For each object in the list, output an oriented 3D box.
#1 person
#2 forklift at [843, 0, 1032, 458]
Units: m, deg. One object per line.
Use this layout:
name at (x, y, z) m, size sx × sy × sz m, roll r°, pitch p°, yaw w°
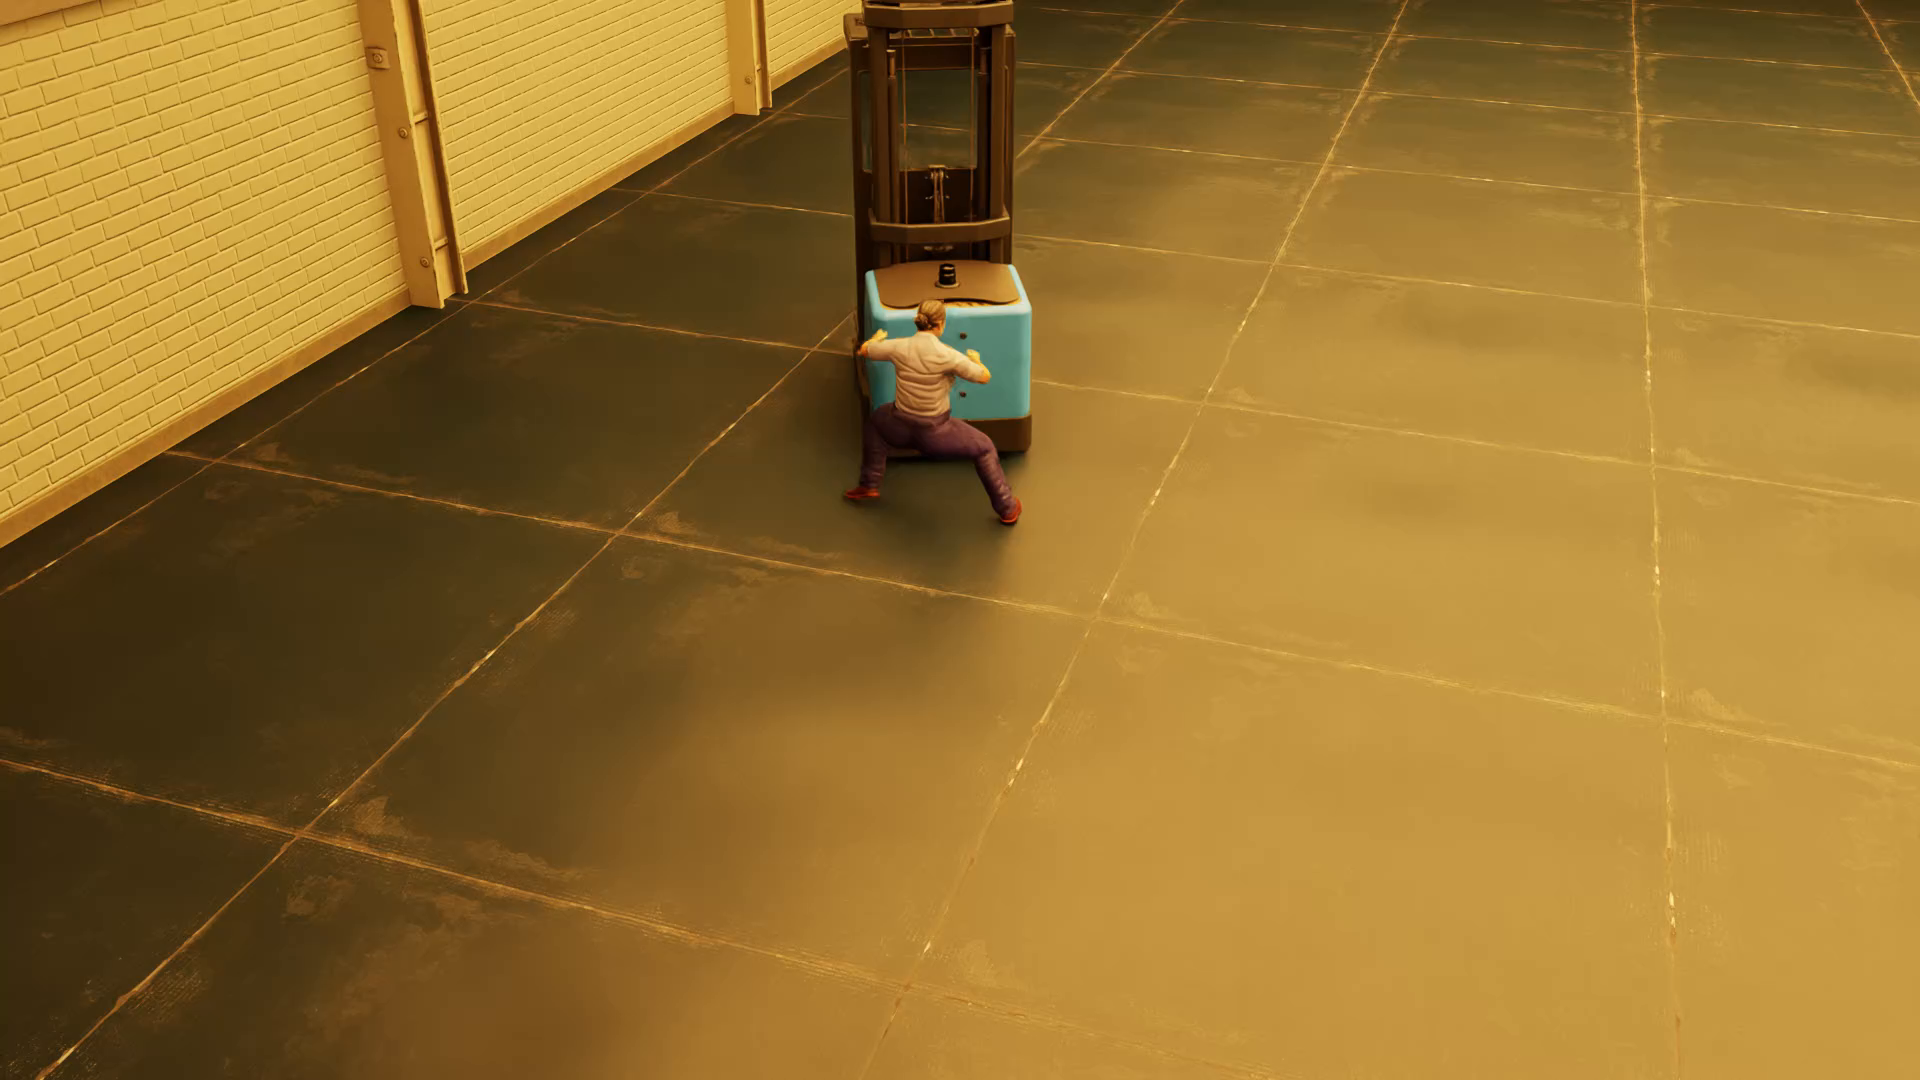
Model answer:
person at (-0.183, -0.810, 10.077) m, size 1.113 × 1.426 × 0.661 m, roll 12°, pitch 32°, yaw 20°
forklift at (-0.210, -2.519, 11.555) m, size 1.130 × 2.935 × 3.031 m, roll -3°, pitch 30°, yaw -6°
